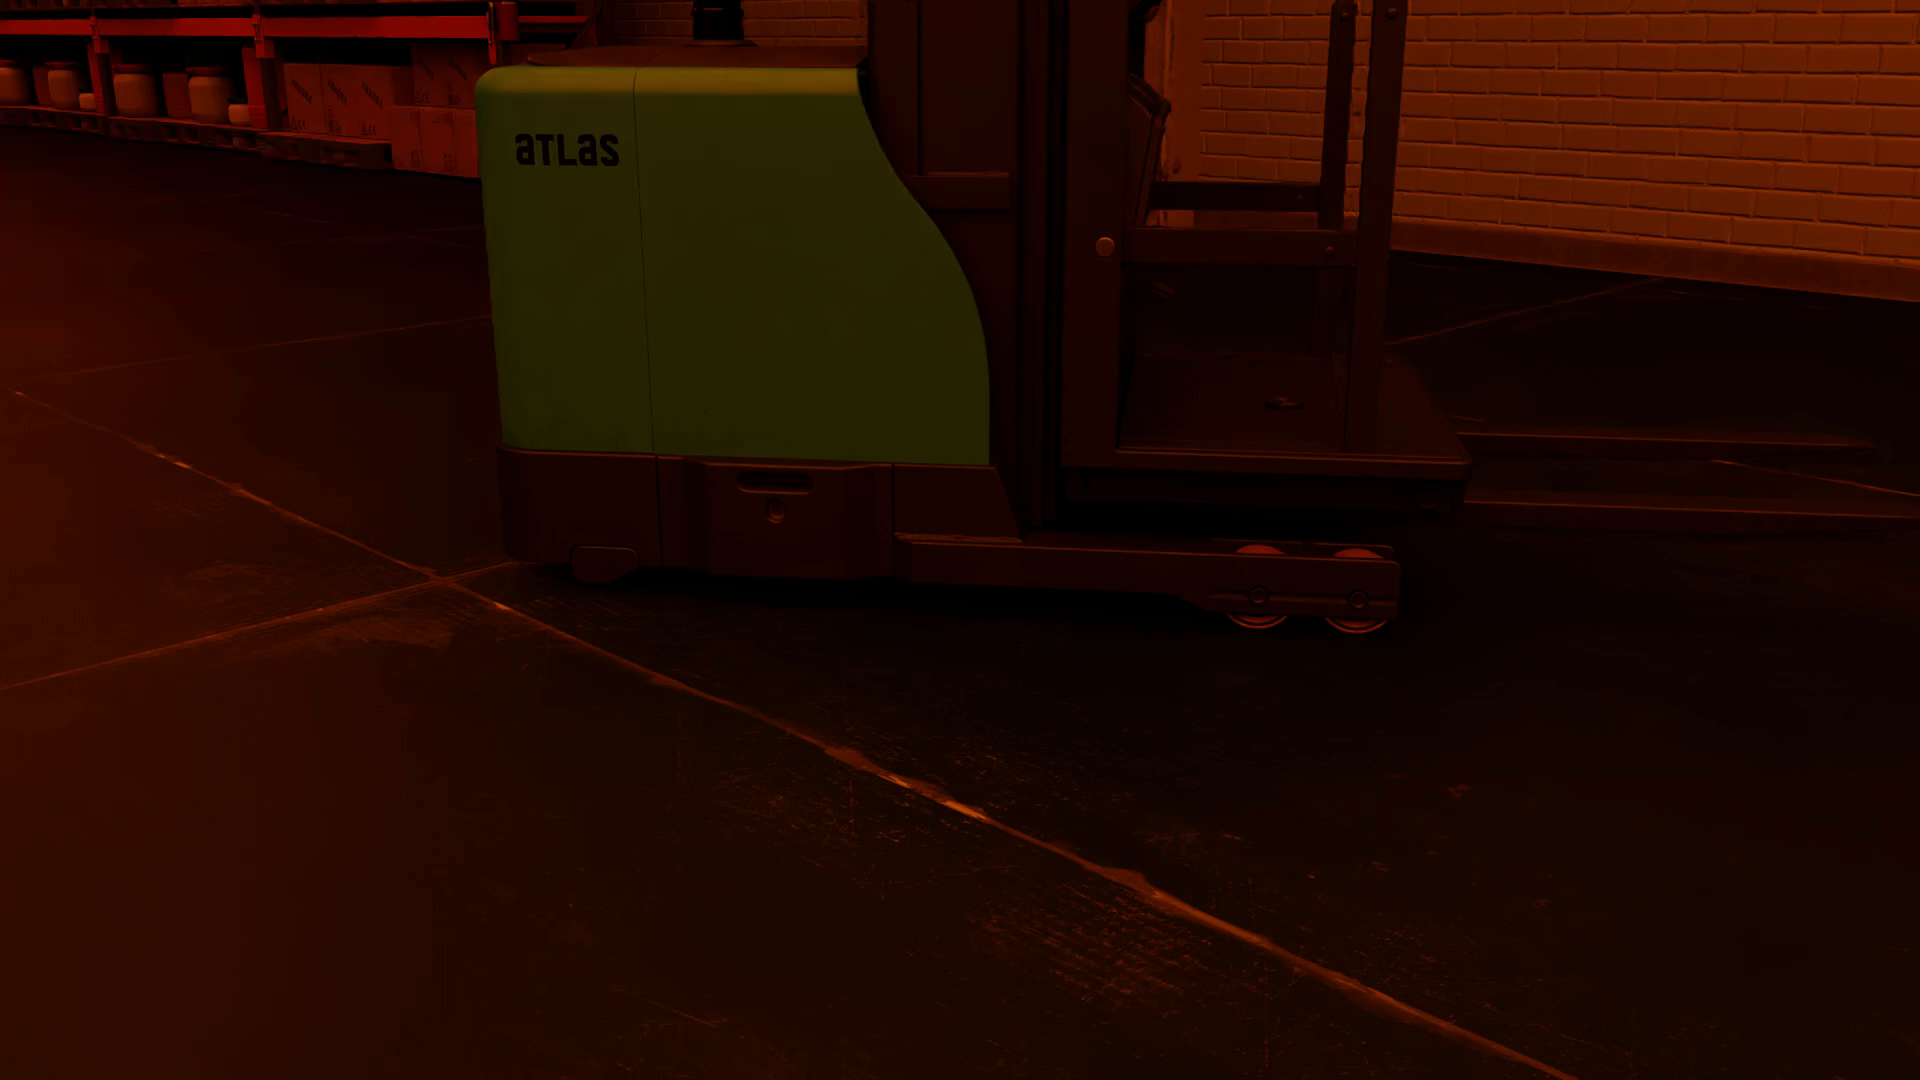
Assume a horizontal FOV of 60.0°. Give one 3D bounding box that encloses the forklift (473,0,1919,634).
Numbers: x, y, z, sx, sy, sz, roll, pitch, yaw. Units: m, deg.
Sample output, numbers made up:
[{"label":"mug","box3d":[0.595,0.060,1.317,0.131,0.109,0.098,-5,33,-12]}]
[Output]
[{"label":"forklift","box3d":[0.576,-1.382,3.401,3.031,2.935,1.130,2,17,7]}]
